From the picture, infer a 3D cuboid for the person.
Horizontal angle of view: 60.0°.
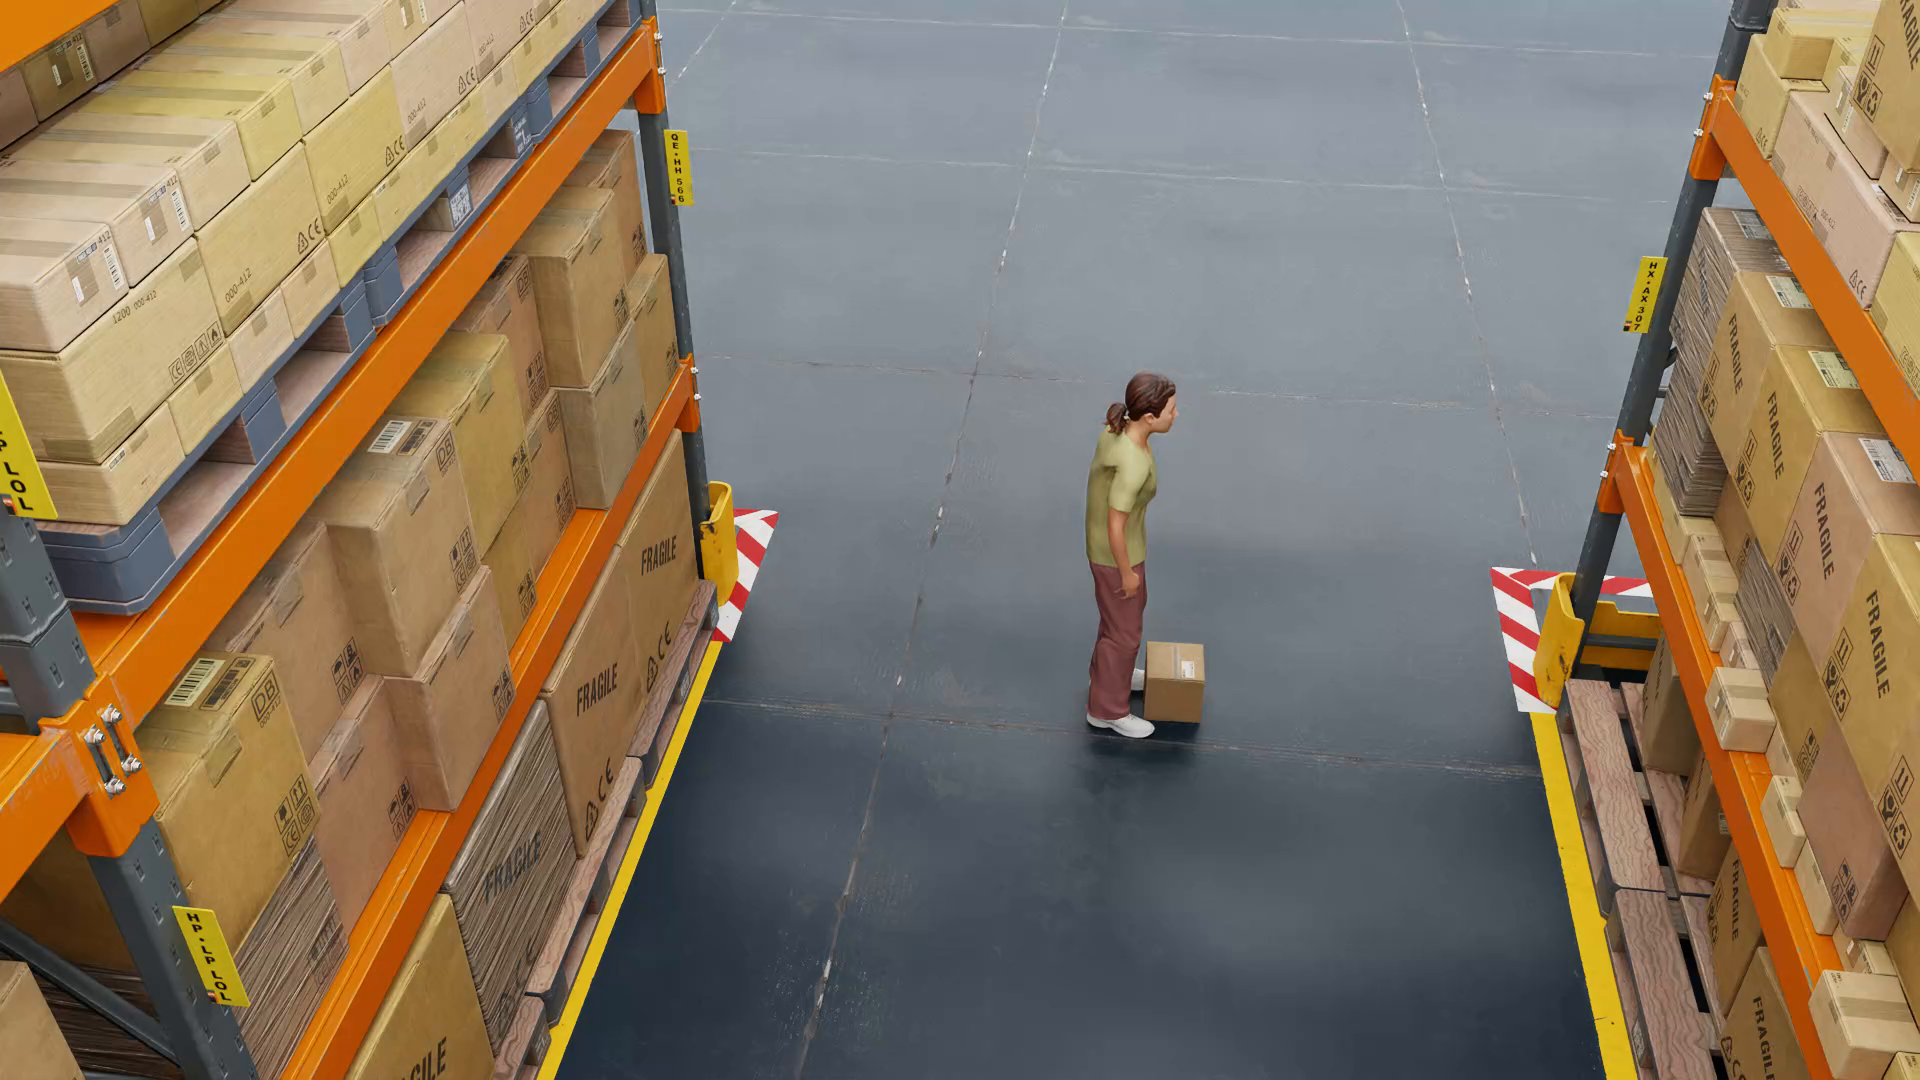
[{"bbox_3d":[0.703,0.042,6.983,0.368,1.671,0.520,2,36,3],"label":"person"}]
